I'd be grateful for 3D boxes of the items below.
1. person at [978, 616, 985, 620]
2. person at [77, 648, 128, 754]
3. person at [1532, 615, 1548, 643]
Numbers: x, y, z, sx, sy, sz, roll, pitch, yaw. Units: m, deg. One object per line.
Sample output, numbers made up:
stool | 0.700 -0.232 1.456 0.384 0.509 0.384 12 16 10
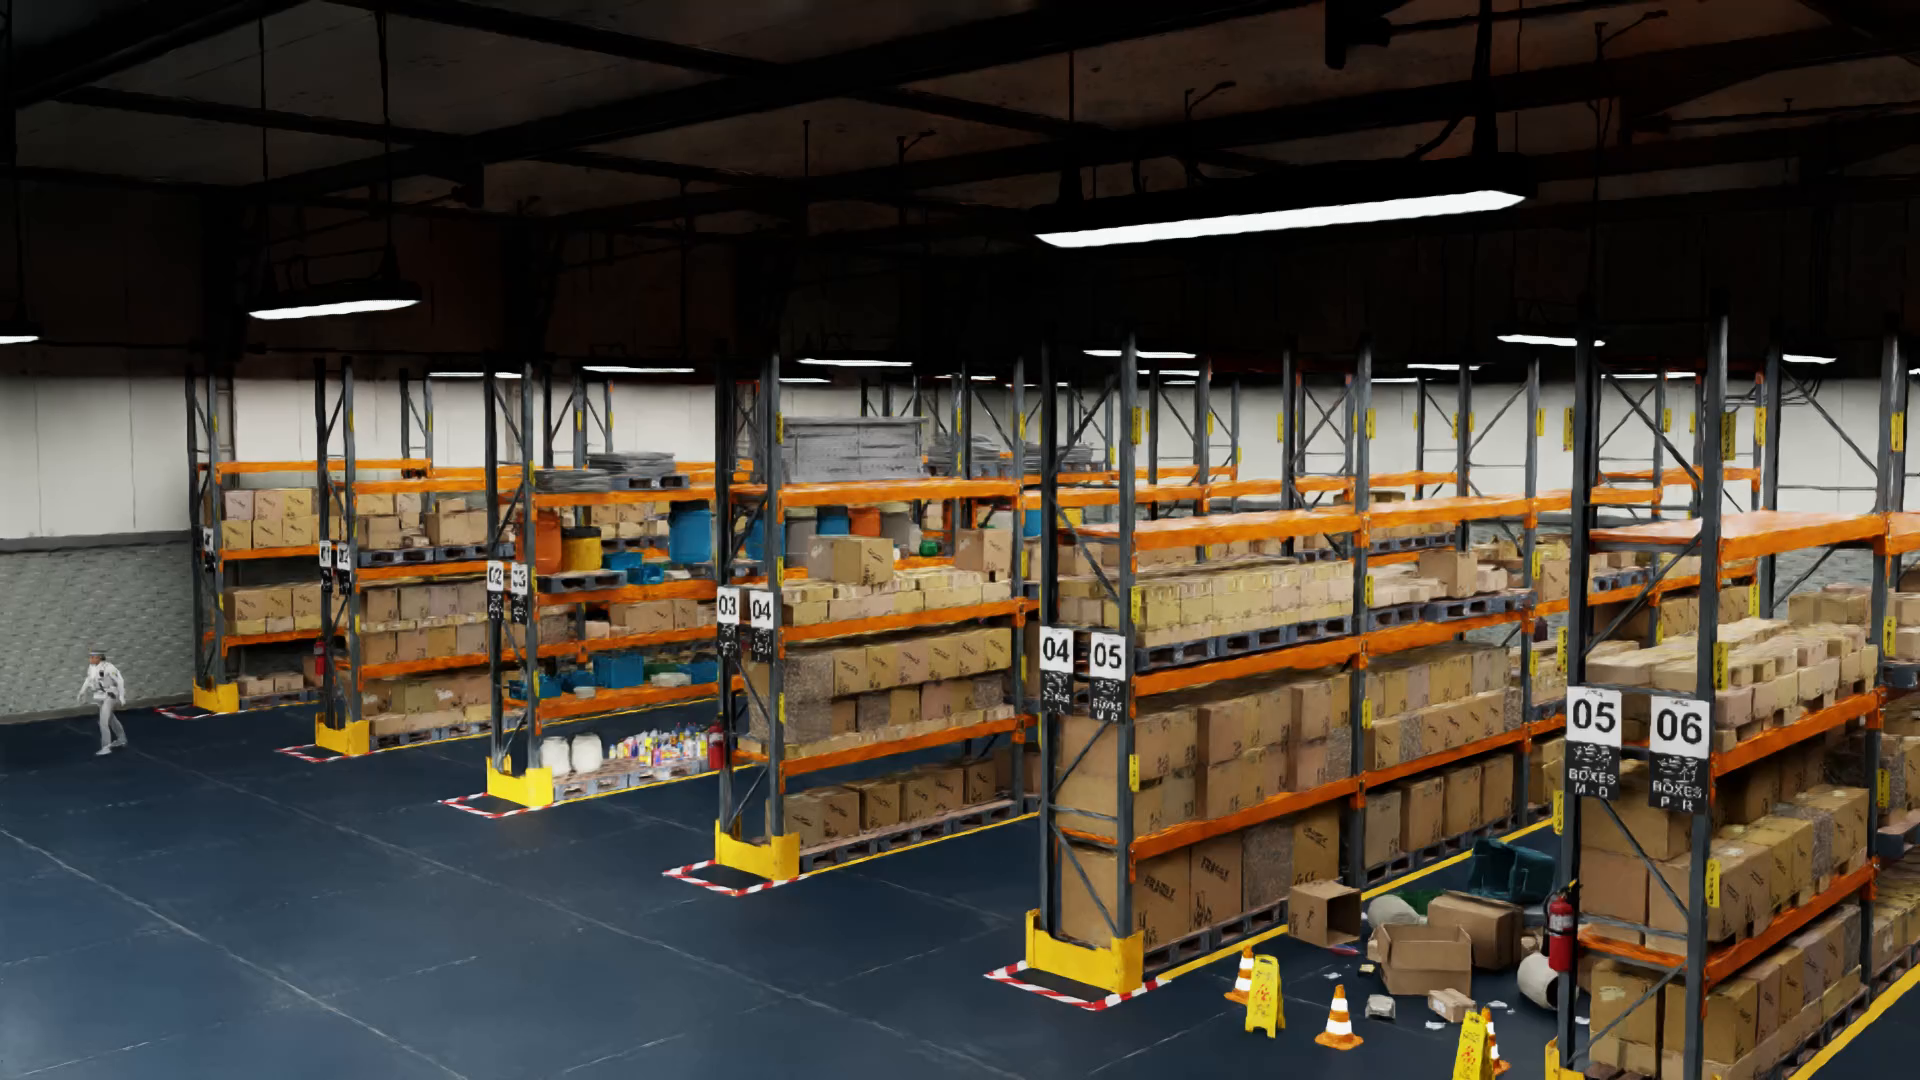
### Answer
person | 0.404 1.396 38.112 0.682 1.715 0.536 4 6 43
person | -13.001 2.409 25.347 0.630 1.608 0.811 2 5 27
person | 10.193 2.016 29.407 0.555 1.776 0.694 3 5 36
